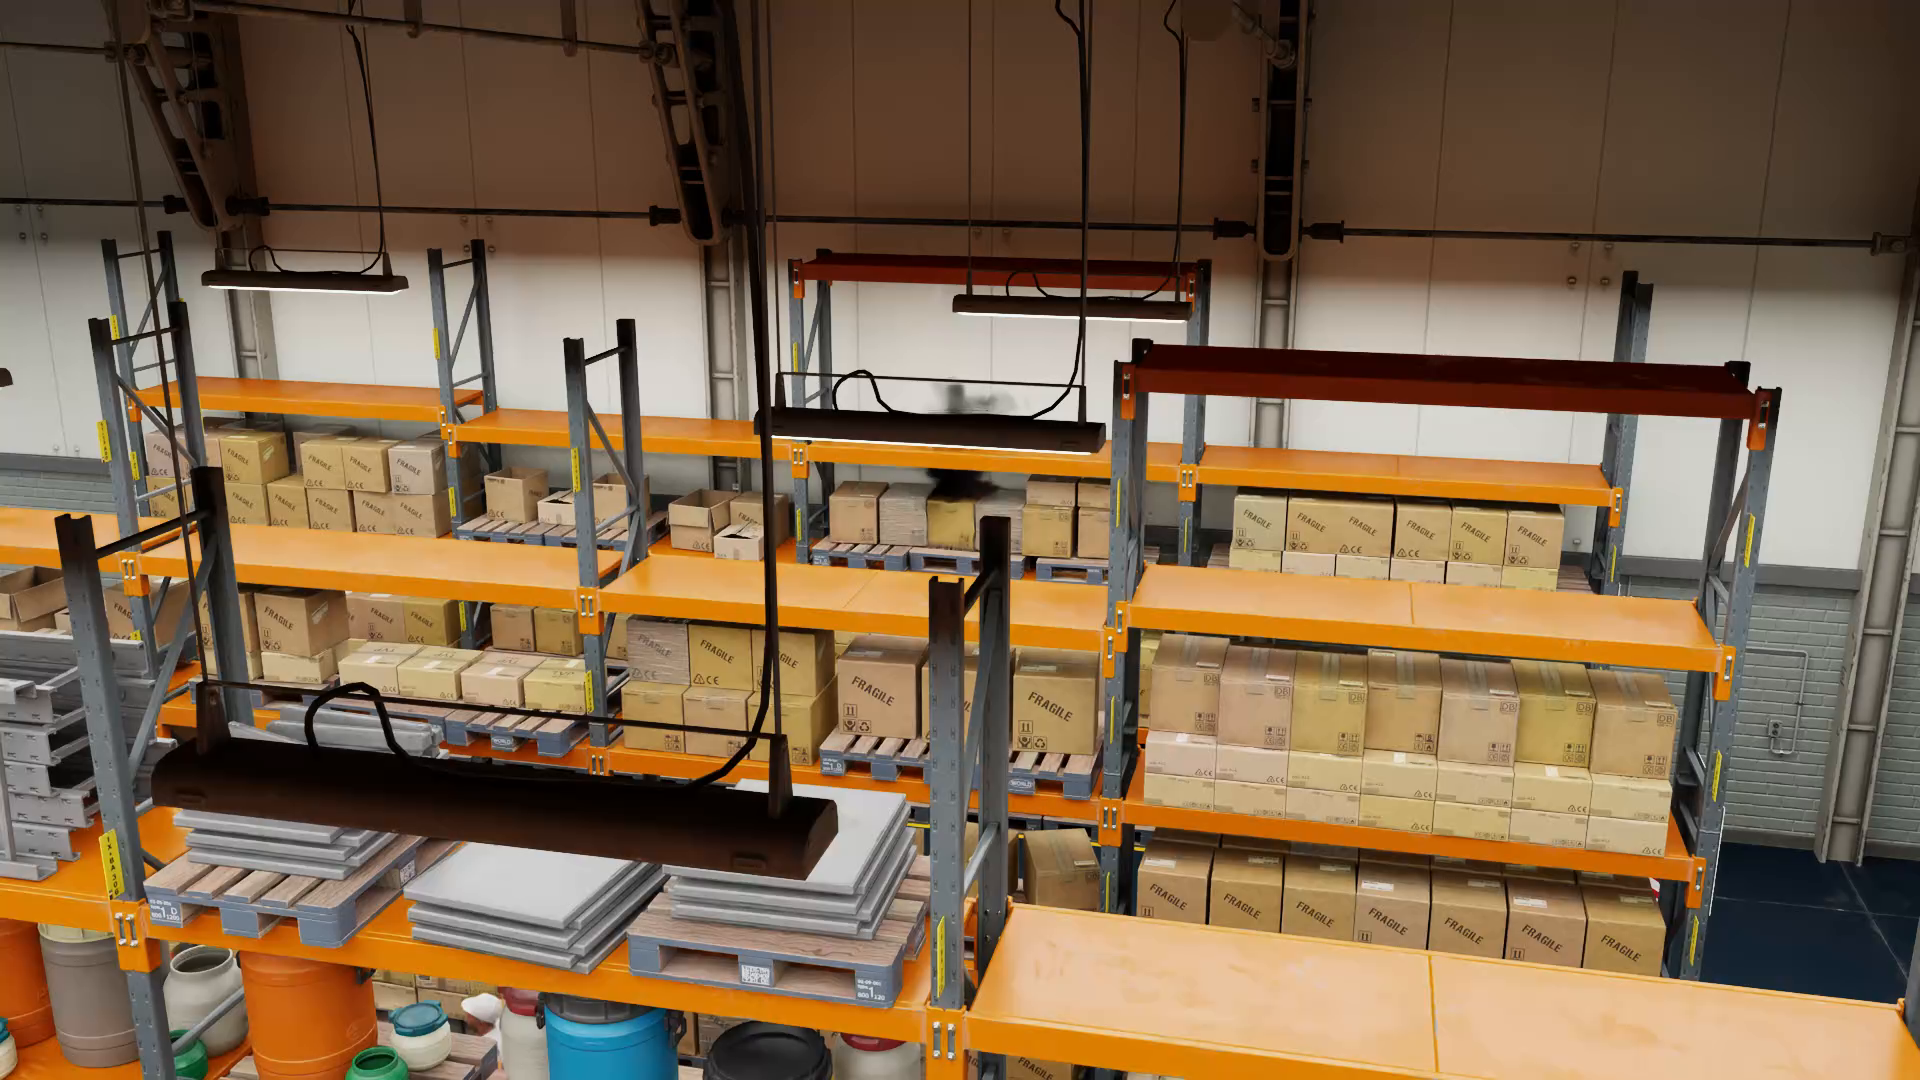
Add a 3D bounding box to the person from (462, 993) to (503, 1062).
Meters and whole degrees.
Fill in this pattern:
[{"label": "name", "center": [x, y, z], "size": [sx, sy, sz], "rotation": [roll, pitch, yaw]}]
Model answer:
[{"label": "person", "center": [-3.304, 3.984, 11.587], "size": [0.734, 1.820, 0.645], "rotation": [2, 16, 6]}]
